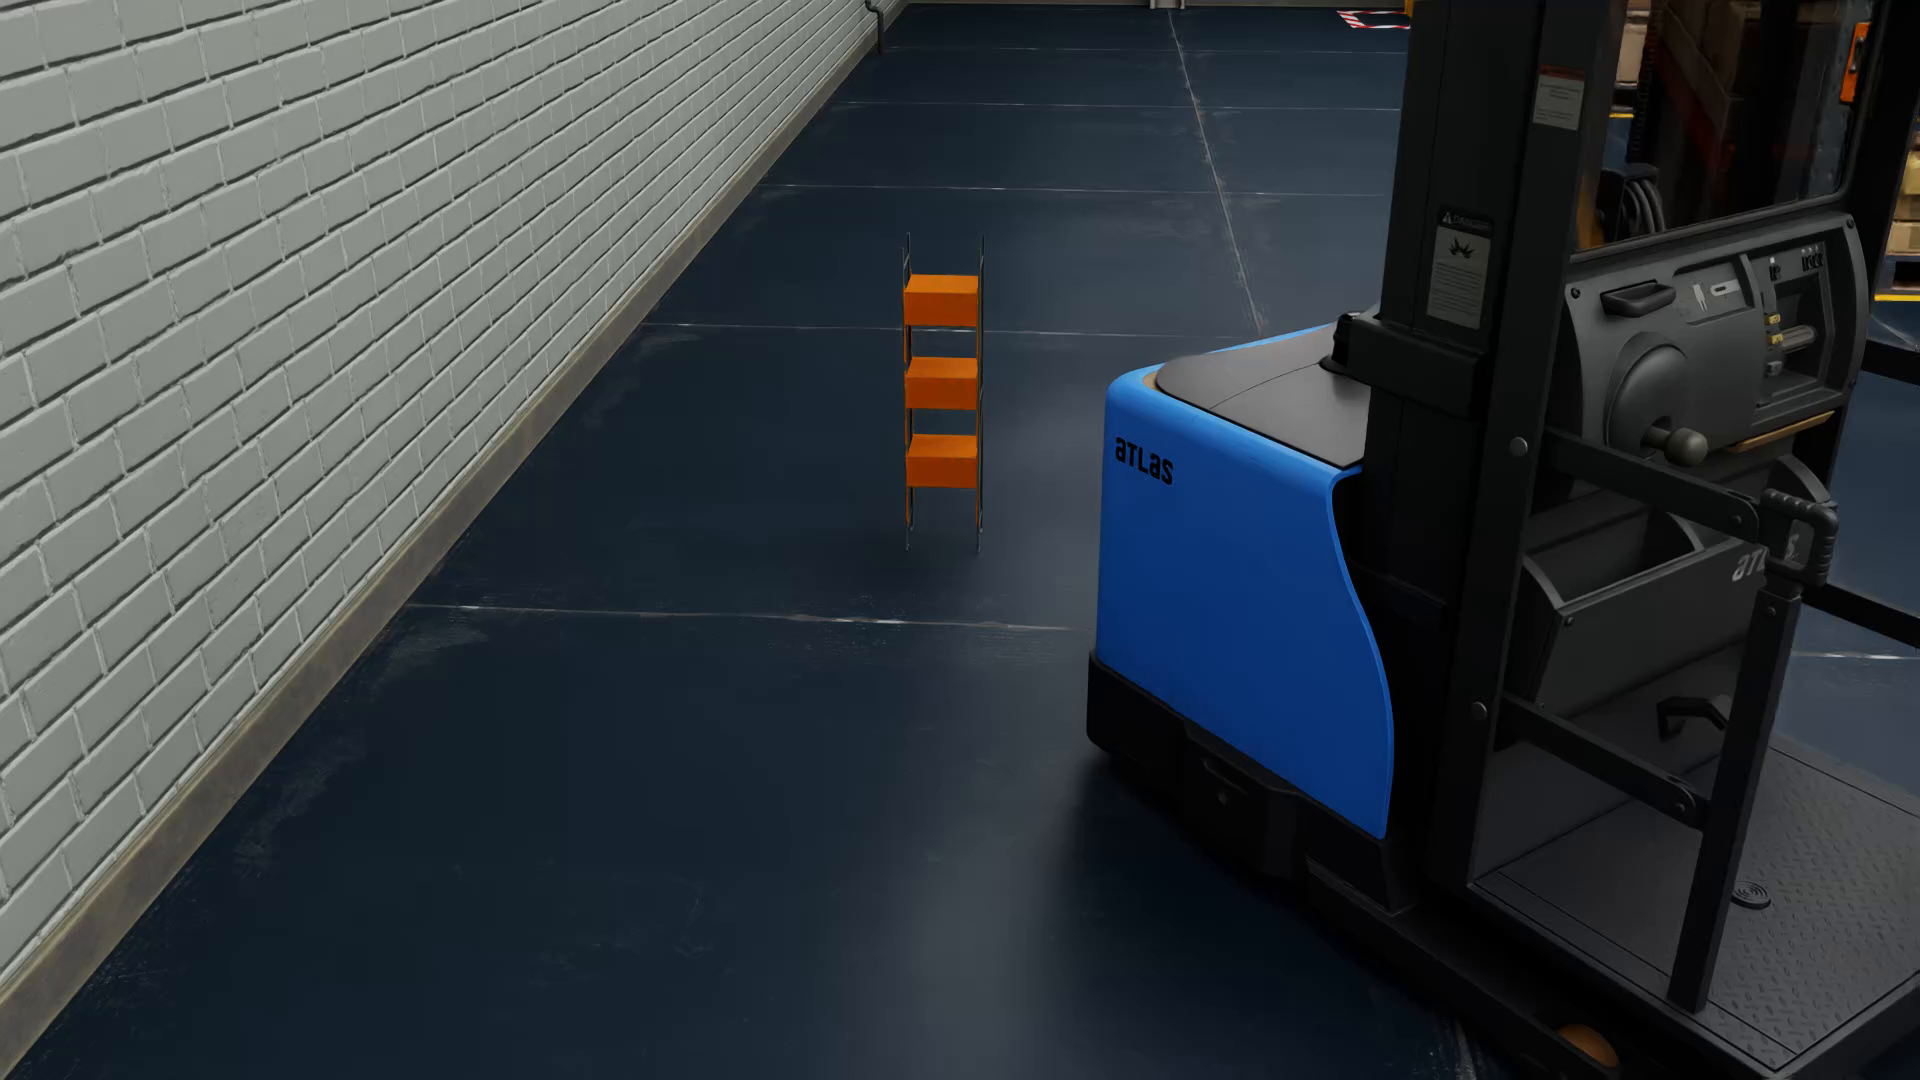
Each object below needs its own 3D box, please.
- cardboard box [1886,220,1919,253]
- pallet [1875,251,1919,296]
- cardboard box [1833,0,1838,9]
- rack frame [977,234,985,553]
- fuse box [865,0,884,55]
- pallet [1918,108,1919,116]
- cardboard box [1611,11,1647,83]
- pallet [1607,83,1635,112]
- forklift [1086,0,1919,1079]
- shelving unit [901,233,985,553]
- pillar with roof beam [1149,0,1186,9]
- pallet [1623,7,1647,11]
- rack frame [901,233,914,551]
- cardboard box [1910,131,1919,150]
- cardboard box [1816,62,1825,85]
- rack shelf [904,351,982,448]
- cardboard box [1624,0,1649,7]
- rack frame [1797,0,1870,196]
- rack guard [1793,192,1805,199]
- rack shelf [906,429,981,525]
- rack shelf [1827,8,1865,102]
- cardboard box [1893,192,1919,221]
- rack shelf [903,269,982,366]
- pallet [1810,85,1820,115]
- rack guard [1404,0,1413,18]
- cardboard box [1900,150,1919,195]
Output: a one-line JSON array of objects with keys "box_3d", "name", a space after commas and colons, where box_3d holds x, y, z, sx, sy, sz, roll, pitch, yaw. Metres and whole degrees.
[{"box_3d": [4.822, -1.592, 8.530, 0.250, 0.149, 0.380, 2, 25, 5], "name": "cardboard box"}, {"box_3d": [5.207, -1.537, 8.838, 1.213, 0.211, 1.003, 2, 25, 4], "name": "pallet"}, {"box_3d": [4.671, -2.840, 8.635, 0.250, 0.149, 0.380, 2, 25, 4], "name": "cardboard box"}, {"box_3d": [0.068, -0.475, 5.526, 0.008, 1.050, 0.200, 2, 25, 4], "name": "rack frame"}, {"box_3d": [-0.715, -5.370, 15.372, 0.414, 1.711, 0.539, 2, 25, 4], "name": "fuse box"}, {"box_3d": [7.839, -3.575, 13.268, 1.213, 0.211, 1.003, 2, 25, 4], "name": "pallet"}, {"box_3d": [5.268, -3.961, 13.332, 0.875, 0.438, 0.875, 1, 25, 2], "name": "cardboard box"}, {"box_3d": [5.406, -3.653, 13.437, 1.213, 0.211, 1.003, 2, 25, 4], "name": "pallet"}, {"box_3d": [1.585, -0.363, 3.033, 1.130, 2.935, 3.031, -16, 29, -31], "name": "forklift"}, {"box_3d": [-0.053, -0.479, 5.534, 0.252, 1.050, 0.215, 2, 25, 4], "name": "shelving unit"}, {"box_3d": [2.030, -8.375, 13.186, 0.400, 9.000, 9.100, 2, 25, 4], "name": "pillar with roof beam"}, {"box_3d": [7.063, -5.648, 17.771, 1.213, 0.211, 1.003, 2, 25, 4], "name": "pallet"}, {"box_3d": [-0.175, -0.483, 5.543, 0.008, 1.050, 0.200, 2, 25, 4], "name": "rack frame"}, {"box_3d": [5.118, -2.070, 8.856, 0.250, 0.149, 0.380, 2, 25, 5], "name": "cardboard box"}, {"box_3d": [7.080, -3.905, 13.212, 0.875, 0.438, 0.875, 1, 25, 2], "name": "cardboard box"}, {"box_3d": [-0.053, -0.469, 5.539, 0.240, 0.259, 0.215, 2, 25, 4], "name": "rack shelf"}, {"box_3d": [6.950, -5.876, 17.420, 0.500, 0.500, 0.500, 2, 25, 5], "name": "cardboard box"}, {"box_3d": [4.324, -2.847, 8.349, 0.127, 3.000, 1.000, 2, 25, 4], "name": "rack frame"}, {"box_3d": [4.400, -1.709, 8.866, 0.348, 0.500, 1.175, 2, 25, 4], "name": "rack guard"}, {"box_3d": [-0.053, -0.217, 5.655, 0.240, 0.259, 0.215, 2, 25, 4], "name": "rack shelf"}, {"box_3d": [6.319, -2.456, 8.360, 4.000, 0.370, 1.077, 2, 25, 4], "name": "rack shelf"}, {"box_3d": [4.827, -1.754, 8.526, 0.250, 0.149, 0.380, 3, 25, 6], "name": "cardboard box"}, {"box_3d": [-0.053, -0.727, 5.420, 0.240, 0.259, 0.215, 2, 25, 4], "name": "rack shelf"}, {"box_3d": [6.619, -3.613, 13.350, 1.213, 0.211, 1.003, 2, 25, 4], "name": "pallet"}, {"box_3d": [5.055, -5.844, 17.853, 0.348, 0.500, 1.175, 2, 25, 4], "name": "rack guard"}, {"box_3d": [4.821, -1.854, 8.388, 0.250, 0.149, 0.380, 1, 25, 2], "name": "cardboard box"}]
